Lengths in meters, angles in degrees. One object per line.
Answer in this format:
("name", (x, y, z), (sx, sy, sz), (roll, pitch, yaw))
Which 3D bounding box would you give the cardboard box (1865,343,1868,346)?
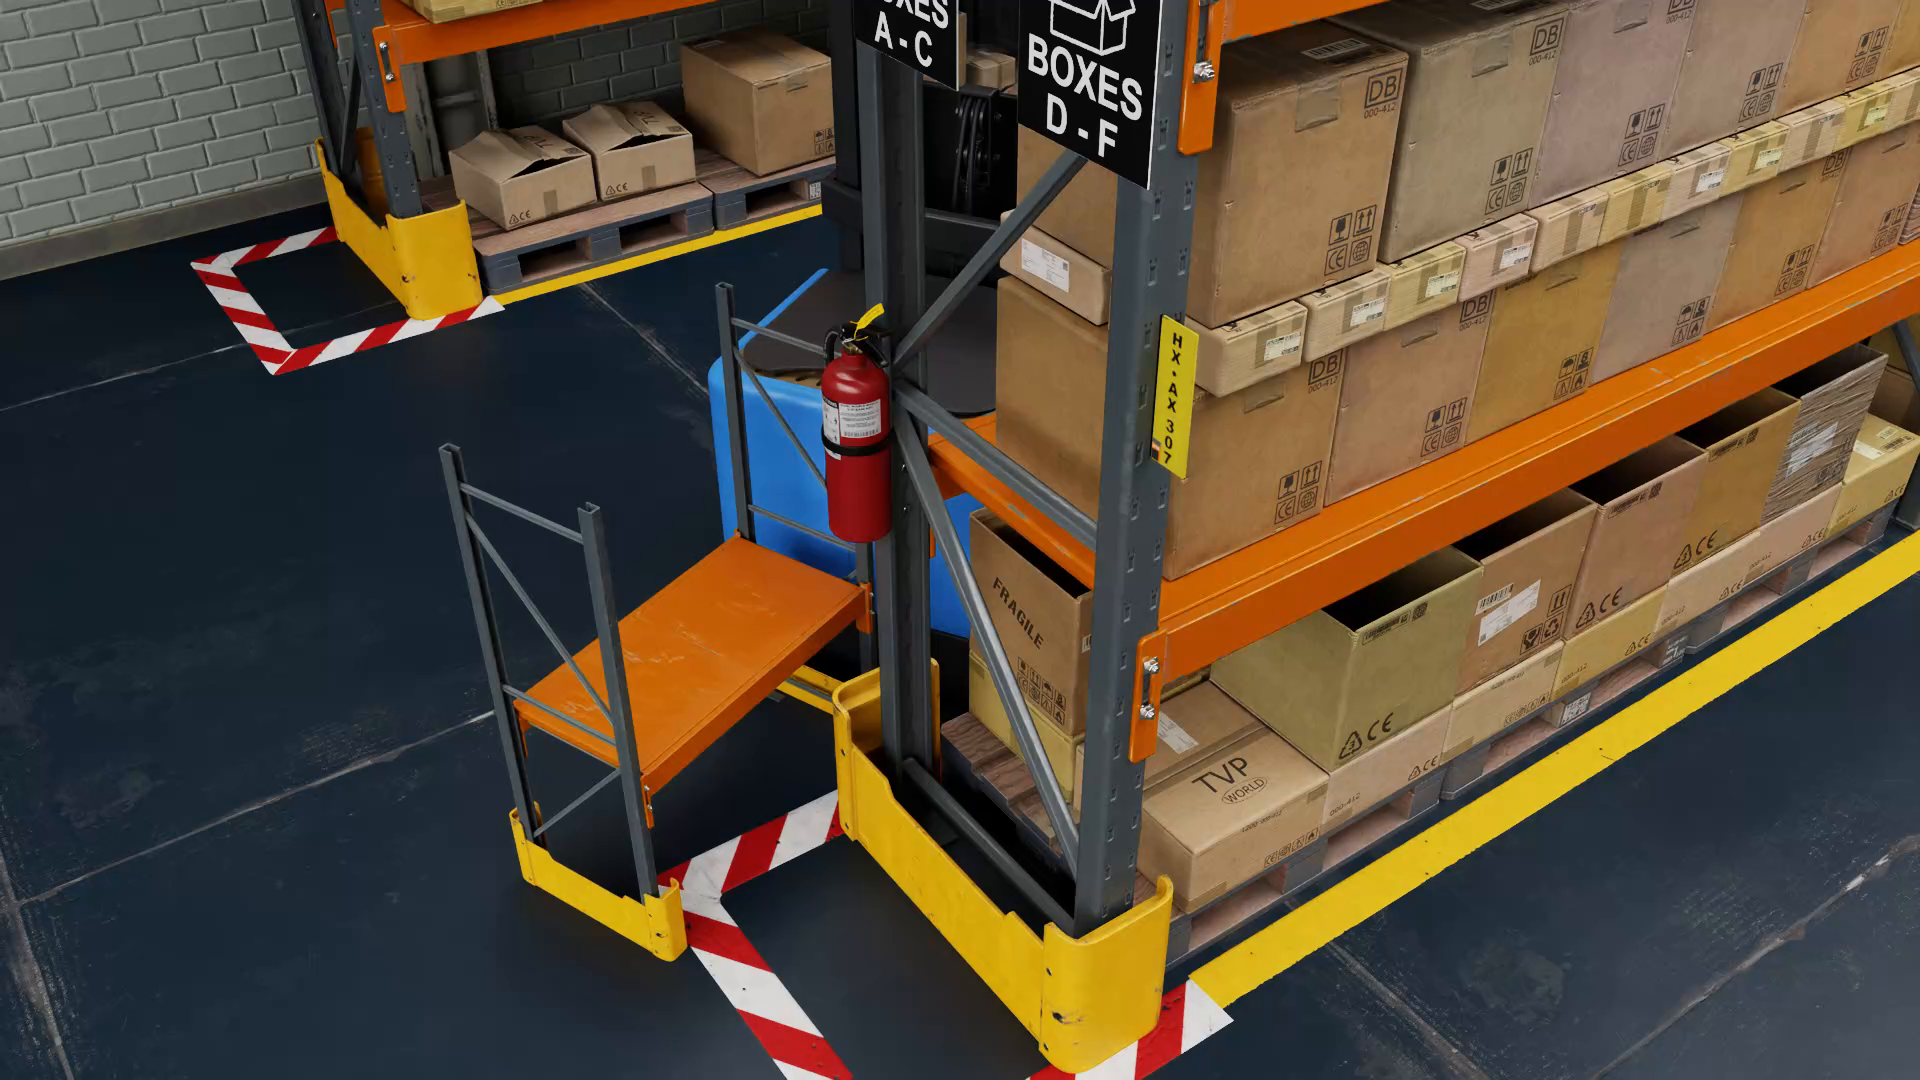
("cardboard box", (3.546, -0.838, 6.841), (0.500, 0.250, 0.500), (-23, 42, -28))

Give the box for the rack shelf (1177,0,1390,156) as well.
("rack shelf", (1.739, -1.759, 4.174), (4.000, 0.370, 1.077), (-22, 41, -28))

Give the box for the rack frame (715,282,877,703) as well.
("rack frame", (-0.473, -0.033, 5.011), (0.500, 1.500, 0.032), (21, 41, 27))

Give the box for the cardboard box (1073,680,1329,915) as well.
("cardboard box", (0.671, 0.711, 4.687), (0.500, 0.250, 0.500), (-22, 41, -28))

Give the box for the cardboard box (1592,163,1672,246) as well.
("cardboard box", (1.601, -0.928, 4.330), (0.250, 0.149, 0.380), (-23, 42, -28))

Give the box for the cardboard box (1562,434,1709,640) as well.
("cardboard box", (1.899, -0.096, 5.168), (0.500, 0.500, 0.500), (-22, 41, -28))

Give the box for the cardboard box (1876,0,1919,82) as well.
("cardboard box", (2.603, -1.750, 4.918), (0.500, 0.500, 0.700), (-22, 41, -28))

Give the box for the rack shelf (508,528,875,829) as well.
("rack shelf", (-0.754, 0.361, 4.772), (0.538, 0.185, 1.000), (21, 41, 27))

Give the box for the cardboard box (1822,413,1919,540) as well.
("cardboard box", (3.121, -0.300, 6.093), (0.500, 0.250, 0.500), (-22, 41, -28))

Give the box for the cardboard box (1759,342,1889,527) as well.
("cardboard box", (2.705, -0.442, 5.648), (0.500, 0.500, 0.500), (-22, 41, -28))

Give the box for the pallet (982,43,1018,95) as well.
("pallet", (-0.011, -2.494, 9.537), (1.213, 0.211, 1.003), (-22, 41, -28))

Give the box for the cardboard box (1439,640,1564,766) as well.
("cardboard box", (1.486, 0.373, 5.157), (0.500, 0.250, 0.500), (-22, 41, -28))

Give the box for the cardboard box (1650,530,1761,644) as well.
("cardboard box", (2.306, 0.039, 5.622), (0.500, 0.250, 0.500), (-22, 41, -28))

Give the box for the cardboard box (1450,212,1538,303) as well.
("cardboard box", (1.176, -0.751, 4.084), (0.250, 0.149, 0.380), (-23, 42, -29))

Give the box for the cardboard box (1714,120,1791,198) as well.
("cardboard box", (2.021, -1.099, 4.568), (0.250, 0.149, 0.380), (-21, 41, -26))

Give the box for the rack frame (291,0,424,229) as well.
("rack frame", (-2.752, -2.523, 7.189), (0.127, 3.000, 1.000), (-22, 41, -28))

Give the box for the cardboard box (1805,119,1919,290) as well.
("cardboard box", (2.588, -1.214, 5.283), (0.500, 0.500, 0.700), (-23, 42, -28))

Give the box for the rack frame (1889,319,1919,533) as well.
("rack frame", (3.374, -1.506, 5.775), (0.127, 3.000, 1.000), (-22, 41, -28))

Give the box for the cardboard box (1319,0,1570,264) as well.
("cardboard box", (0.963, -1.076, 3.980), (0.500, 0.500, 0.700), (-24, 42, -29))

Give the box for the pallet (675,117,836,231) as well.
("pallet", (-1.009, -2.081, 8.963), (1.213, 0.211, 1.003), (-22, 41, -28))

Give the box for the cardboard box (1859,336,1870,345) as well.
("cardboard box", (3.540, -1.061, 6.671), (0.500, 0.311, 0.500), (-22, 41, -28))

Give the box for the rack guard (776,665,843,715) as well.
("rack guard", (-0.473, 0.475, 5.375), (0.587, 0.250, 0.087), (21, 41, 27))

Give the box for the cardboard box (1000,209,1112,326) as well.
("cardboard box", (0.307, -0.684, 3.991), (0.250, 0.149, 0.380), (-23, 42, -29))

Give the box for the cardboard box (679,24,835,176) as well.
("cardboard box", (-1.040, -2.292, 8.631), (0.500, 0.500, 0.700), (-25, 43, -31))

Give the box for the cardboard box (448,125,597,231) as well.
("cardboard box", (-2.135, -1.800, 8.110), (0.500, 0.311, 0.500), (-28, 44, -33))

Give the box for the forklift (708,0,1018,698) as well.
("forklift", (0.252, -1.524, 5.858), (1.130, 2.935, 3.031), (14, 38, 19))

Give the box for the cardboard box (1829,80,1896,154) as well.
("cardboard box", (2.442, -1.275, 4.812), (0.250, 0.149, 0.380), (-23, 41, -28))

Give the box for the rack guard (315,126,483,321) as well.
("rack guard", (-2.690, -1.534, 7.955), (0.348, 0.500, 1.175), (-22, 41, -28))

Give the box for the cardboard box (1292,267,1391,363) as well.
("cardboard box", (0.764, -0.584, 3.851), (0.250, 0.149, 0.380), (-24, 42, -29))

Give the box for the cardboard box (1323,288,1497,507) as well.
("cardboard box", (0.920, -0.531, 4.333), (0.500, 0.500, 0.700), (-21, 41, -27))

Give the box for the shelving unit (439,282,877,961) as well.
("shelving unit", (-0.749, 0.210, 4.673), (0.587, 1.500, 1.083), (21, 41, 27))

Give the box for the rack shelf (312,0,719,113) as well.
("rack shelf", (-1.117, -2.904, 8.335), (4.000, 0.370, 1.077), (-22, 41, -28))

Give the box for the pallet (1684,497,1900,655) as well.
("pallet", (2.700, -0.126, 6.245), (1.213, 0.211, 1.003), (-22, 41, -28))

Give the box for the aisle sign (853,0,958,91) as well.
("aisle sign", (-0.118, -1.334, 3.309), (0.004, 0.787, 0.394), (-22, 41, -28))

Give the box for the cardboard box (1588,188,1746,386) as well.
("cardboard box", (1.757, -0.874, 4.810), (0.500, 0.500, 0.700), (-21, 41, -27))

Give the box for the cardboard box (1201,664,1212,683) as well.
("cardboard box", (0.774, 0.290, 5.273), (0.500, 0.250, 0.500), (-22, 41, -28))

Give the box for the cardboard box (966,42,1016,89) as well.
("cardboard box", (0.097, -2.703, 9.489), (0.250, 0.166, 0.380), (-28, 44, -33))

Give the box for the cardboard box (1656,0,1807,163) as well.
("cardboard box", (1.784, -1.414, 4.451), (0.500, 0.500, 0.700), (-22, 41, -28))

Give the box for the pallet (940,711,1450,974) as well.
("pallet", (0.705, 0.694, 5.104), (1.213, 0.211, 1.003), (-22, 41, -28))

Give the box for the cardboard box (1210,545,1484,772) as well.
("cardboard box", (1.079, 0.238, 4.704), (0.500, 0.500, 0.500), (-22, 41, -28))
